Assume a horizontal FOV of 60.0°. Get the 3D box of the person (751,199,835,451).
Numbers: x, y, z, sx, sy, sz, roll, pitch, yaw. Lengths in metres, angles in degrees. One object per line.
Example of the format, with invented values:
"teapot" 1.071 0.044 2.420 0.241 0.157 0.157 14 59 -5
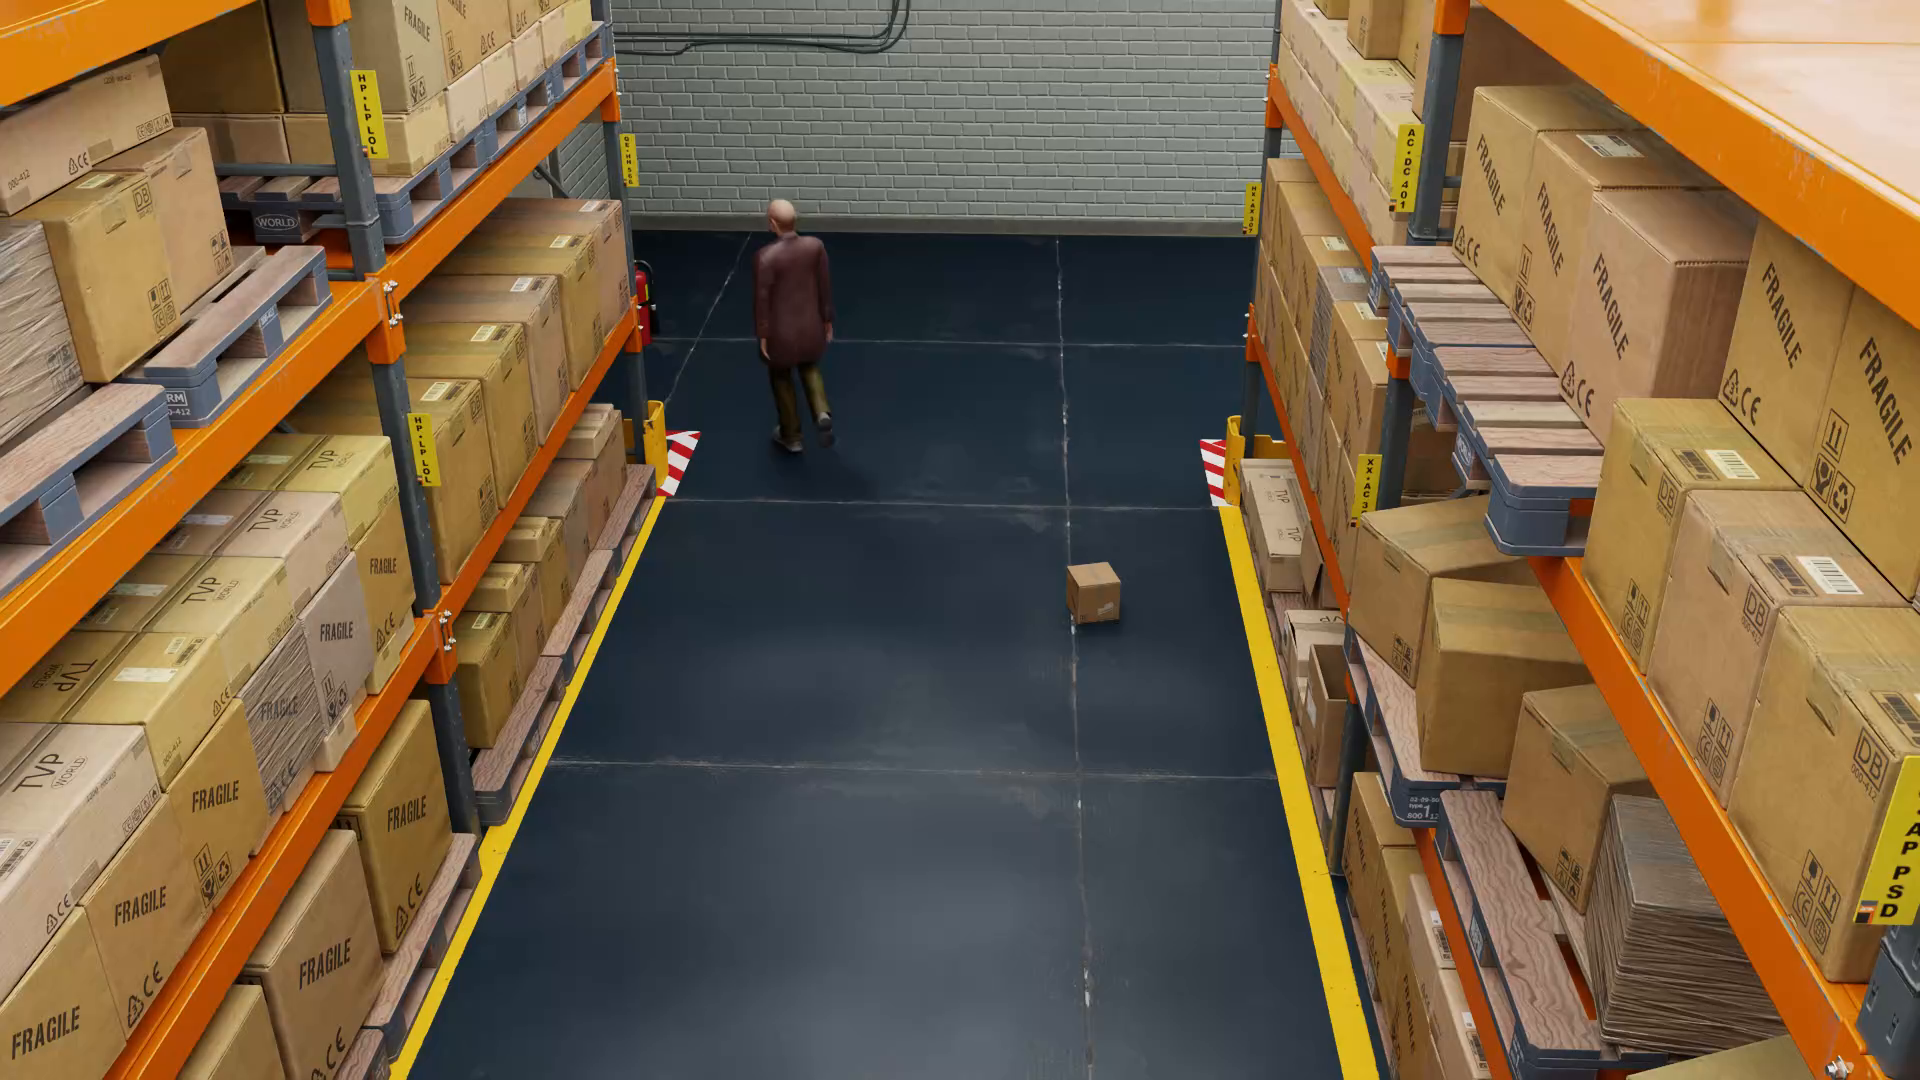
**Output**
"person" -1.117 -1.439 11.320 0.608 1.769 0.595 -15 31 -26
